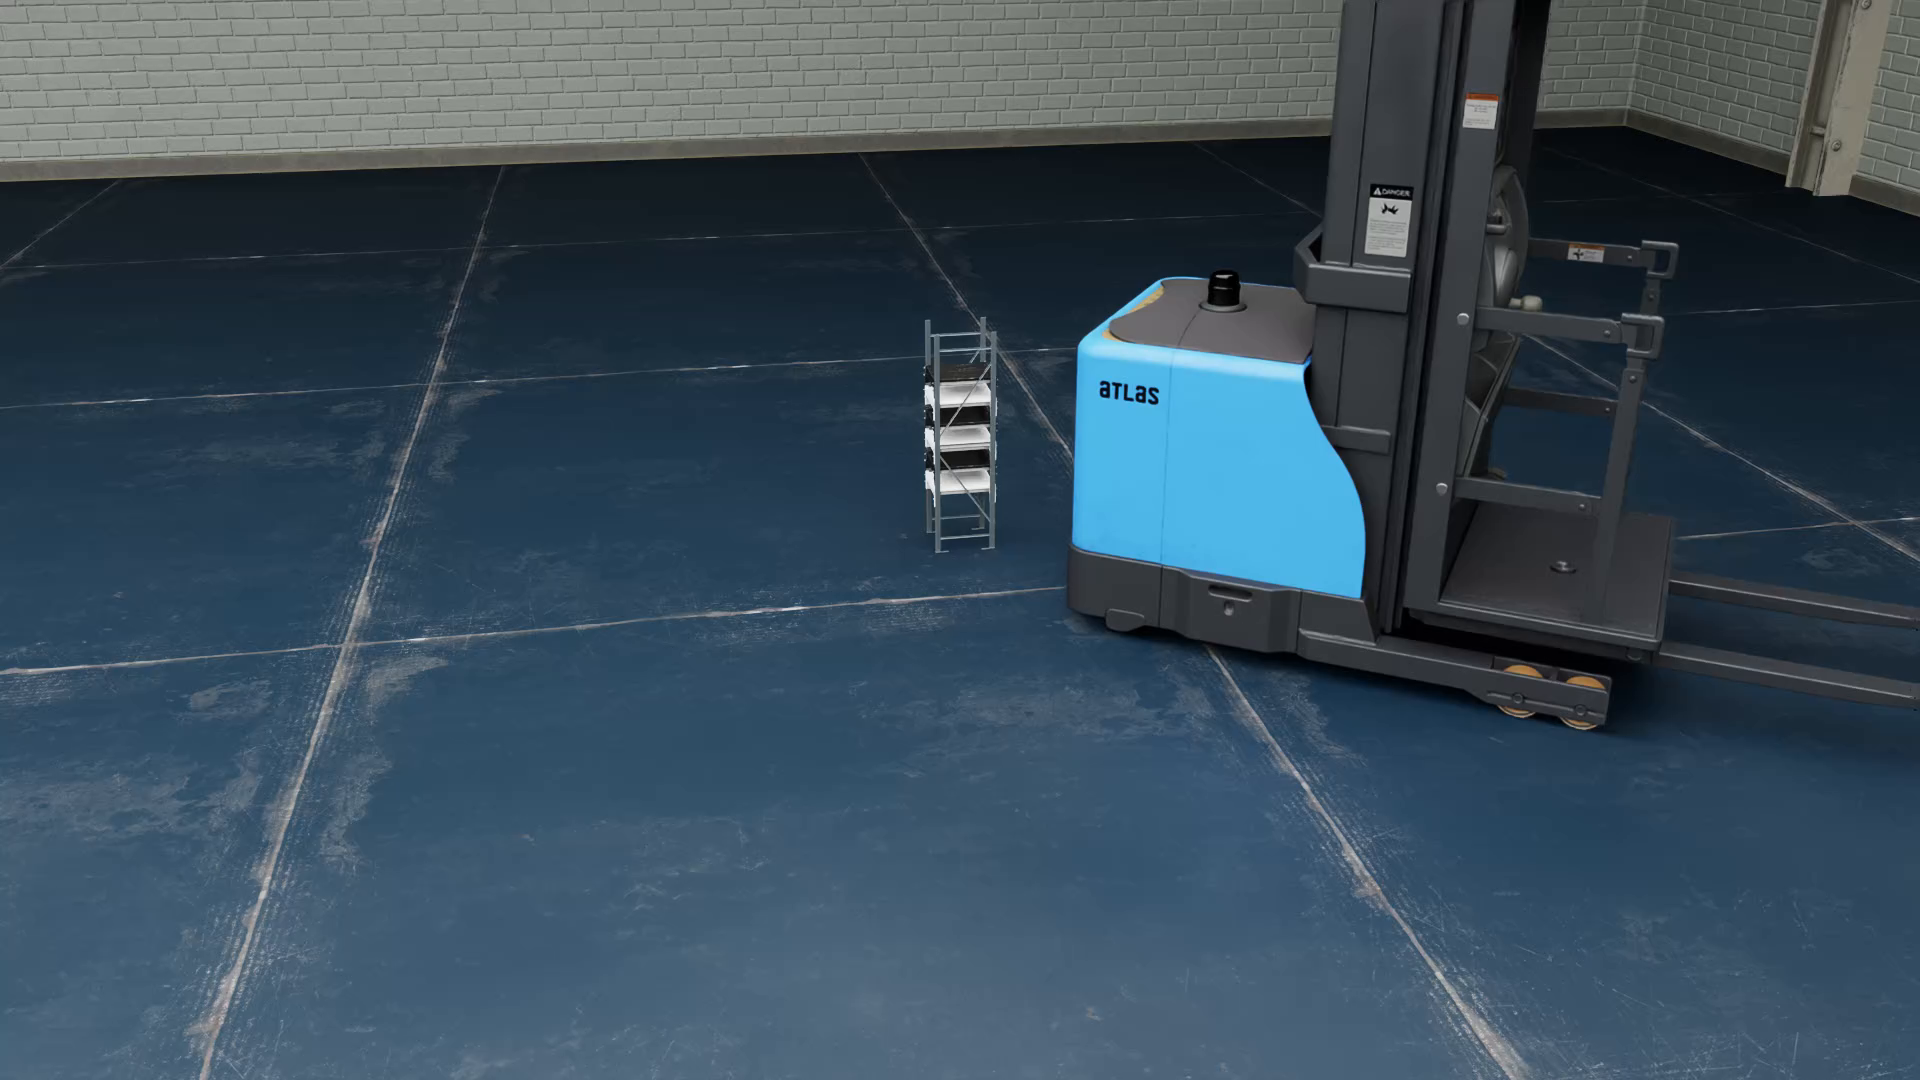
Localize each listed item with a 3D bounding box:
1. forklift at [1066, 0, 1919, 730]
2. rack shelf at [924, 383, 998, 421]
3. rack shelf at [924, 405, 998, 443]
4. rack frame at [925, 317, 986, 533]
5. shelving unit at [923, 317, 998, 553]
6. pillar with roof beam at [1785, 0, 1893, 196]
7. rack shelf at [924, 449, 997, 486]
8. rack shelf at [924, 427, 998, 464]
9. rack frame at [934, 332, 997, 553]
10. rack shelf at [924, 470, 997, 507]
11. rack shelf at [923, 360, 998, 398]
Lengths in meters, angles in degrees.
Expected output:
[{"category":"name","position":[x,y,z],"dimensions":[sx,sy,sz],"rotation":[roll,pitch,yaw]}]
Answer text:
[{"category":"forklift","position":[1.950,-0.975,5.321],"dimensions":[3.031,2.935,1.130],"rotation":[10,26,22]},{"category":"rack shelf","position":[0.001,-0.544,6.504],"dimensions":[0.258,0.077,0.200],"rotation":[-4,24,-10]},{"category":"rack shelf","position":[0.001,-0.461,6.540],"dimensions":[0.258,0.077,0.200],"rotation":[-4,24,-10]},{"category":"rack frame","position":[-0.017,-0.449,6.654],"dimensions":[0.240,0.900,0.006],"rotation":[-4,24,-10]},{"category":"shelving unit","position":[0.001,-0.409,6.563],"dimensions":[0.258,0.900,0.210],"rotation":[-4,24,-10]},{"category":"pillar with roof beam","position":[2.488,-6.545,10.493],"dimensions":[9.100,9.000,0.400],"rotation":[-4,24,-10]},{"category":"rack shelf","position":[0.001,-0.296,6.612],"dimensions":[0.258,0.077,0.200],"rotation":[-4,24,-10]},{"category":"rack shelf","position":[0.001,-0.379,6.576],"dimensions":[0.258,0.077,0.200],"rotation":[-4,24,-10]},{"category":"rack frame","position":[0.020,-0.369,6.471],"dimensions":[0.240,0.900,0.006],"rotation":[-4,24,-10]},{"category":"rack shelf","position":[0.001,-0.214,6.648],"dimensions":[0.258,0.077,0.200],"rotation":[-4,24,-10]},{"category":"rack shelf","position":[0.001,-0.626,6.468],"dimensions":[0.258,0.077,0.200],"rotation":[-4,24,-10]}]
